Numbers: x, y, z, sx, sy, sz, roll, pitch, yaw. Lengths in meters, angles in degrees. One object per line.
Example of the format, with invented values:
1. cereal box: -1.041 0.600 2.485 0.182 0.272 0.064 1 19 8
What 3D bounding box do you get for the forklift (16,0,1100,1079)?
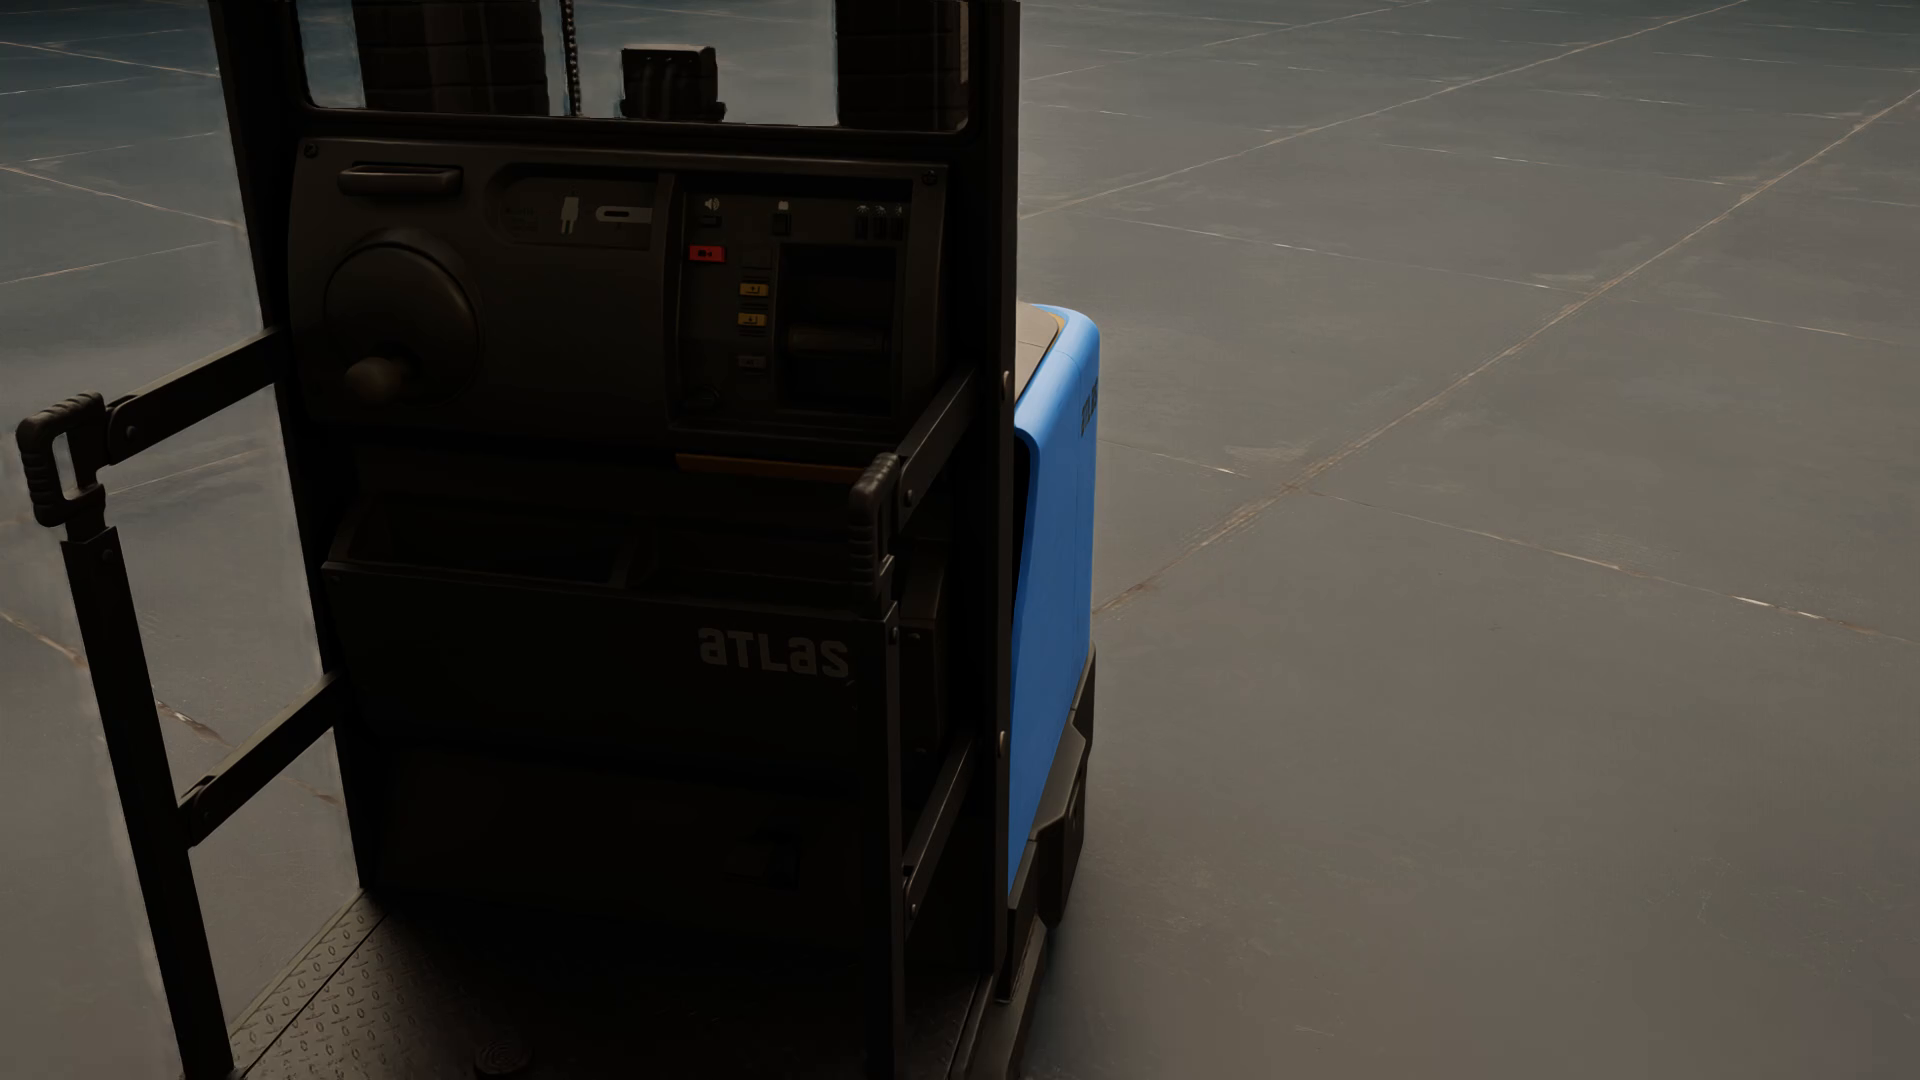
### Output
1. forklift: -0.518 -0.312 2.050 1.130 2.935 3.031 5 24 11
